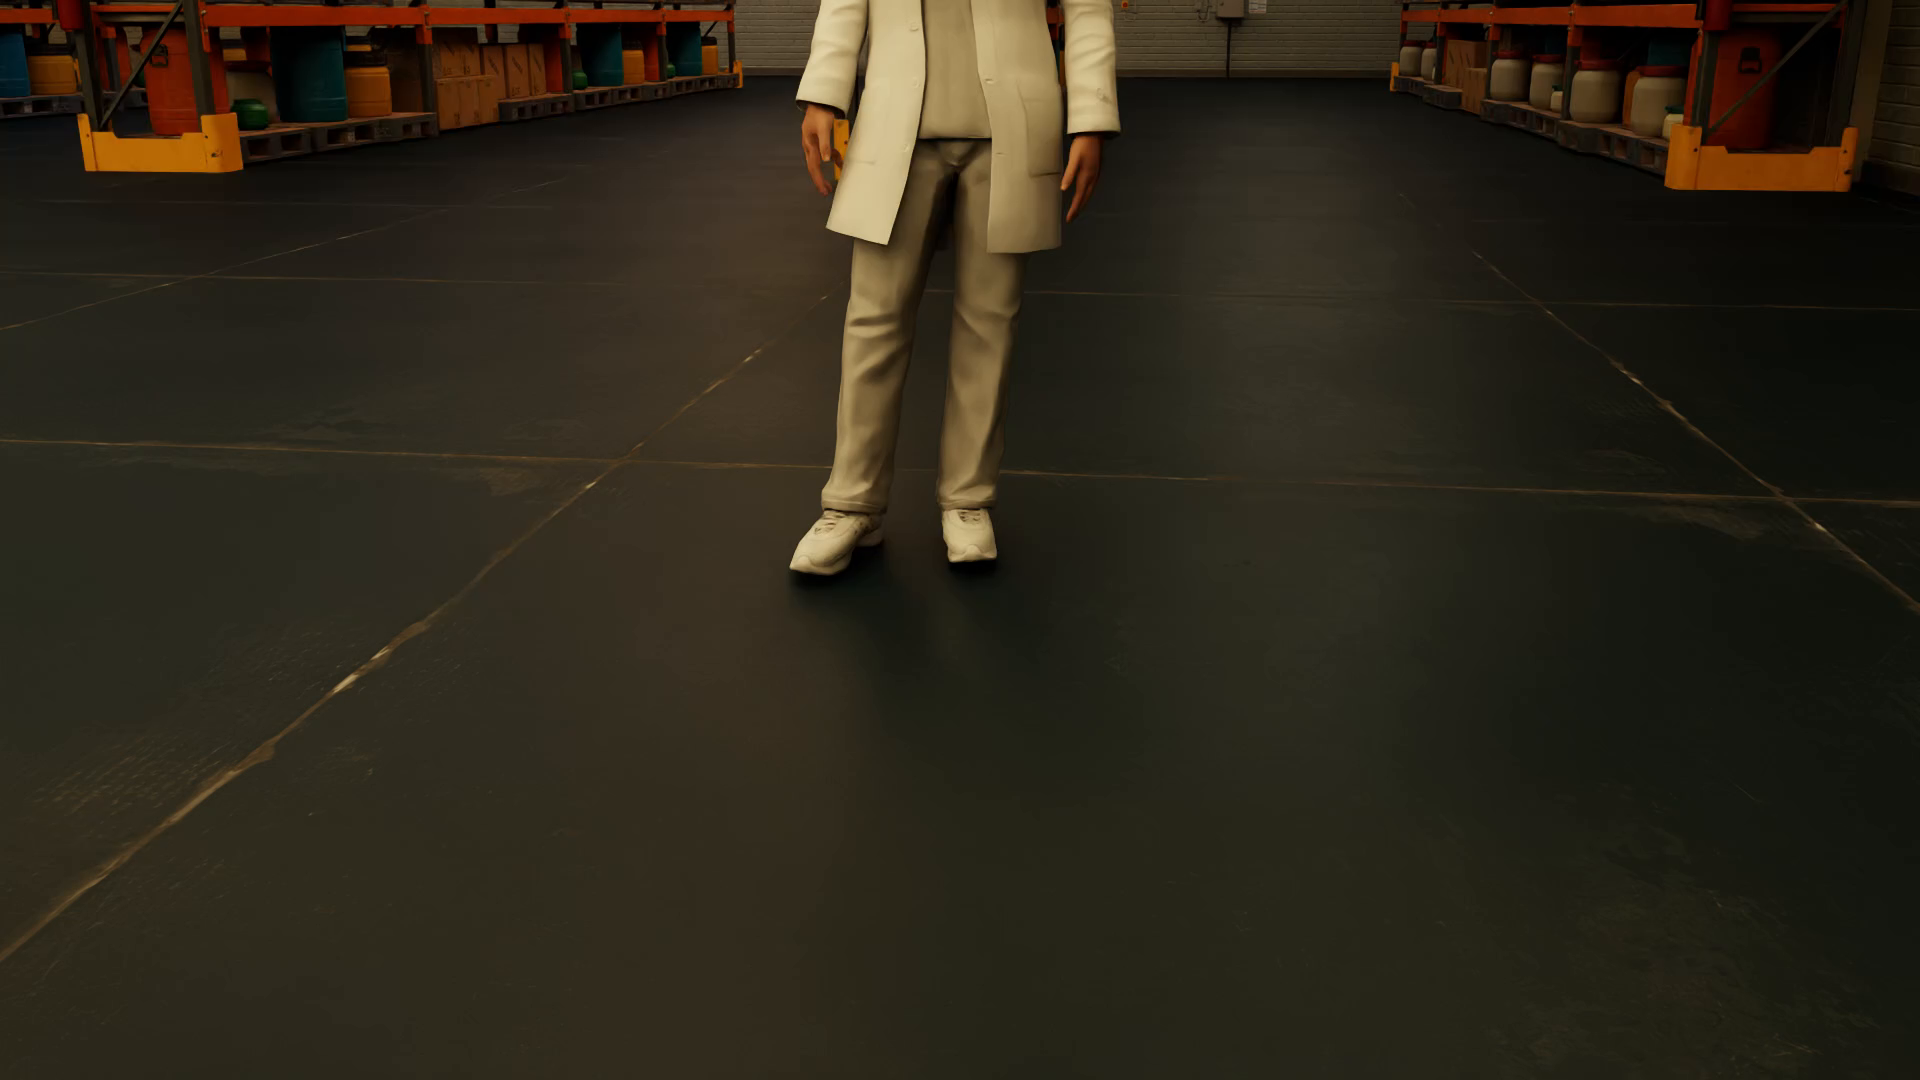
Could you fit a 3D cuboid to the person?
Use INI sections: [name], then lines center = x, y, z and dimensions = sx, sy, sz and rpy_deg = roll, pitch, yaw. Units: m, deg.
[person]
center = -0.016, -0.828, 3.472
dimensions = 0.696, 1.775, 0.581
rpy_deg = 2, 18, 7
